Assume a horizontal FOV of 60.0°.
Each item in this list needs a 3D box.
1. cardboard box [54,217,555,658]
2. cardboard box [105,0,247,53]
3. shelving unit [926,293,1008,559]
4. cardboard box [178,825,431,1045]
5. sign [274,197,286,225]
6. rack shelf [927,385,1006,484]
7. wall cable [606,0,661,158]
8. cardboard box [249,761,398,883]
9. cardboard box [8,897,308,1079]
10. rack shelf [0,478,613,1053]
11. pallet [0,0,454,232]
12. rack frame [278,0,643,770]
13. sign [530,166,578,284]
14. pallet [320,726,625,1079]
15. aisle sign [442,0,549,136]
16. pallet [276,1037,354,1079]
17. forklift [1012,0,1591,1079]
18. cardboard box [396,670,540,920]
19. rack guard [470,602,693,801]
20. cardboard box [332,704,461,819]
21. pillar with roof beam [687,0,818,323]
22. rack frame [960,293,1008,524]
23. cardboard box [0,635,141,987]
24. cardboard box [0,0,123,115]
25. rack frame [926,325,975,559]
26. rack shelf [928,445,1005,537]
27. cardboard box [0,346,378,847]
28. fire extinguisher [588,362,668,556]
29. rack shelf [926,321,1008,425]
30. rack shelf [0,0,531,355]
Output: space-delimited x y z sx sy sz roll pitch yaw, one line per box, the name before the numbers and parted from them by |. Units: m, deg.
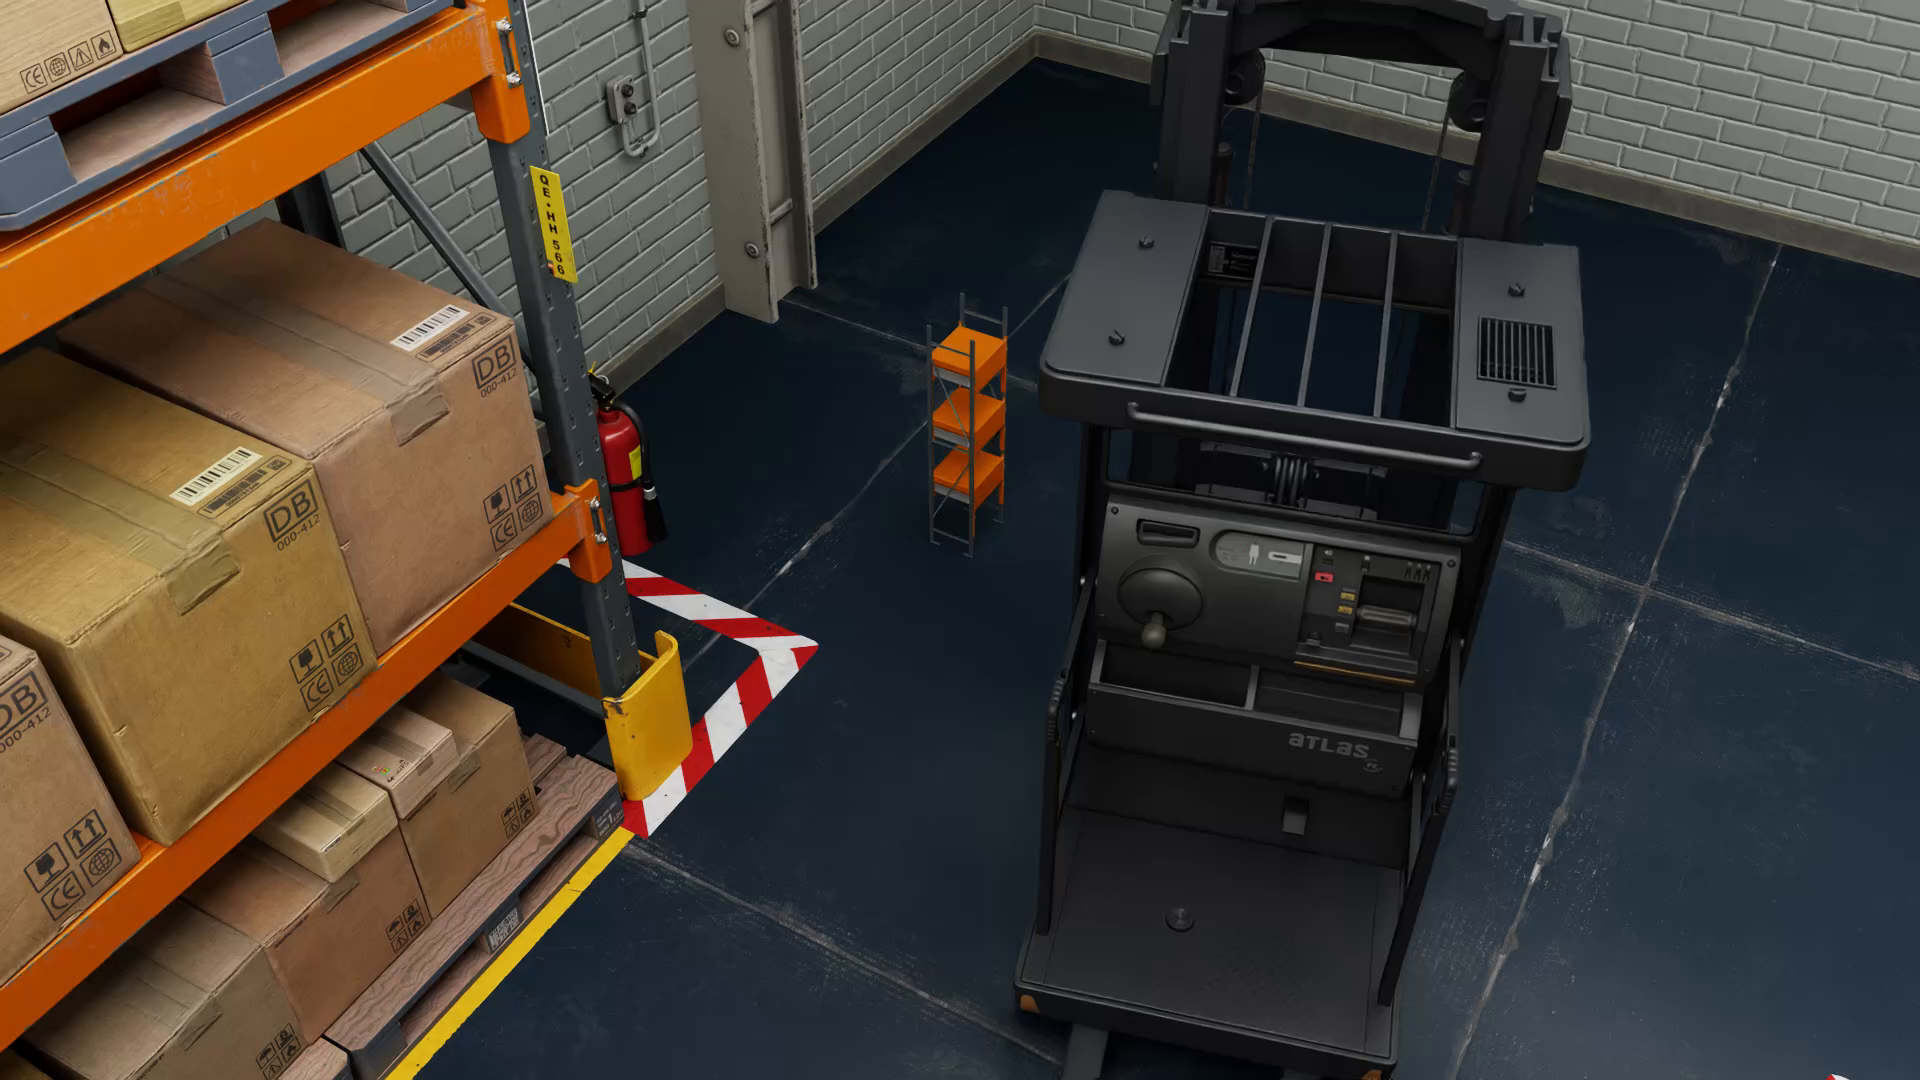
cardboard box | -1.776 -0.305 4.600 0.980 0.700 0.700 23 46 24
cardboard box | -1.666 -1.246 3.345 0.500 0.250 0.500 22 46 23
shelving unit | 0.027 -0.425 6.438 0.215 1.050 0.252 21 45 22
cardboard box | -2.043 1.012 4.904 0.700 0.500 0.500 21 45 22
sign | -2.007 -1.030 4.935 0.100 0.325 0.005 21 45 22
rack shelf | 0.027 -0.417 6.445 0.215 0.259 0.240 21 45 22
wall cable | -1.707 -1.915 5.886 0.084 1.984 1.851 21 45 22
cardboard box | -1.827 0.763 4.697 0.380 0.149 0.250 22 46 23
cardboard box | -2.294 1.300 4.577 0.700 0.500 0.500 19 45 21
rack shelf | -2.530 0.926 3.973 1.077 0.370 4.000 21 45 22
pallet | -1.891 -1.153 3.587 1.003 0.211 1.213 21 45 22
rack frame | -1.529 -0.488 5.035 1.000 3.000 0.127 21 45 22
sign | -1.066 -0.824 4.361 0.100 0.325 0.005 21 45 22
pallet | -1.861 1.042 5.407 1.003 0.211 1.213 21 45 22
aisle sign | -1.233 -1.406 4.109 0.394 0.787 0.004 21 45 22
pallet | -2.473 1.737 4.618 1.003 0.211 1.213 21 45 22
forklift | 0.788 0.223 4.279 1.130 2.935 3.031 9 42 10
cardboard box | -1.793 0.726 5.229 0.700 0.500 0.500 21 45 22
rack guard | -1.517 0.436 5.876 1.175 0.500 0.348 21 45 22
cardboard box | -1.699 0.616 4.863 0.380 0.149 0.250 20 45 22
pillar with roof beam | 2.800 -3.147 3.514 9.100 9.000 0.400 21 45 22
rack frame | 0.088 -0.494 6.517 0.200 1.050 0.008 21 45 22
cardboard box | -2.520 0.548 3.631 0.980 0.700 0.700 19 45 20
cardboard box | -1.925 -0.948 3.007 0.500 0.250 0.500 19 45 21
rack frame | -0.034 -0.355 6.359 0.200 1.050 0.008 21 45 22
rack shelf | 0.027 -0.208 6.628 0.215 0.259 0.240 21 45 22
cardboard box | -2.130 0.114 4.123 0.980 0.700 0.700 21 45 22
fire extinguisher | -1.054 -0.253 5.108 0.296 0.674 0.183 21 45 22
rack shelf | 0.027 -0.630 6.257 0.215 0.259 0.240 21 45 22
rack shelf | -2.530 -0.199 2.981 1.077 0.370 4.000 21 45 22
